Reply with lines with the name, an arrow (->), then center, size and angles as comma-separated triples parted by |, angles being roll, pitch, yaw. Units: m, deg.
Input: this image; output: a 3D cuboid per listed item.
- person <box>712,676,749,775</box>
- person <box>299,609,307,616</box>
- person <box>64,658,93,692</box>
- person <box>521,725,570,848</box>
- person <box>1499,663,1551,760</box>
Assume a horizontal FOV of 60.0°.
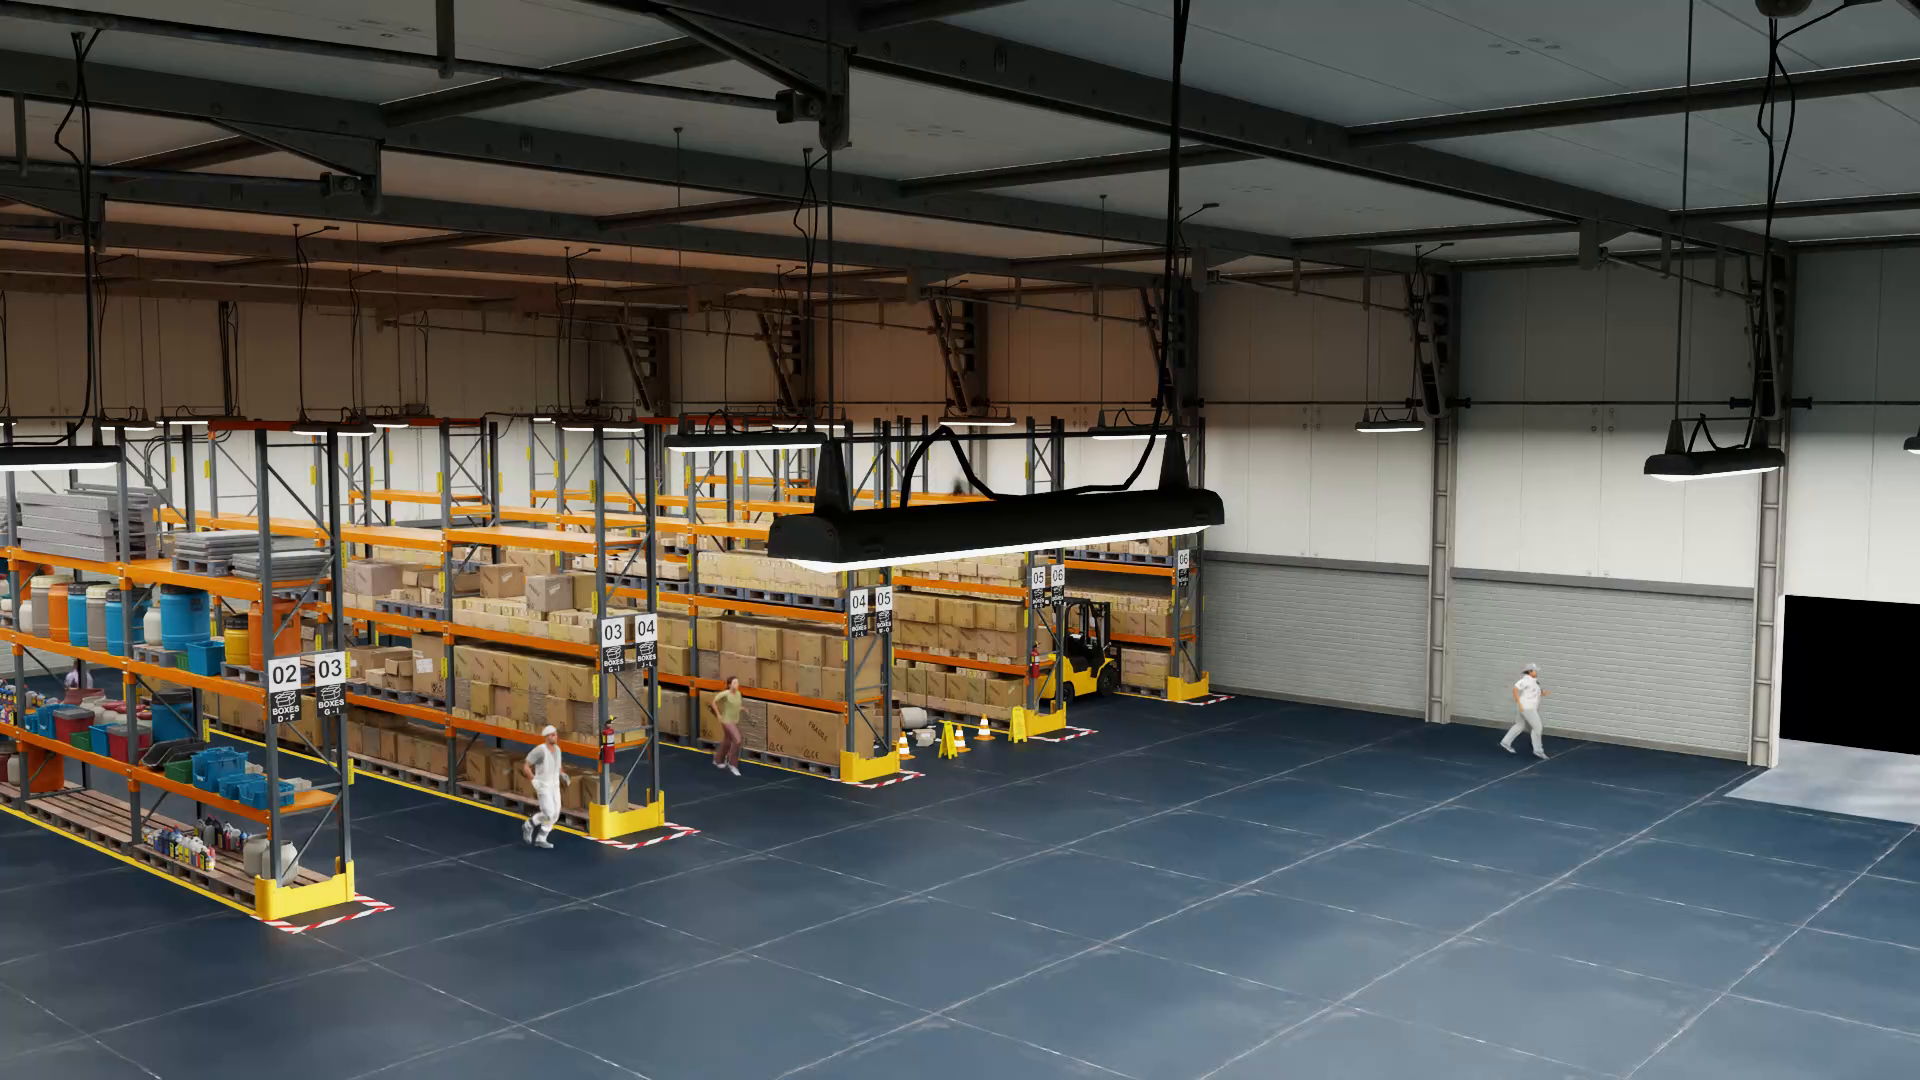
person -> -3.936, 3.152, 28.414 | 0.799, 1.700, 0.493 | 3, 5, 30
person -> -15.115, 2.363, 37.463 | 0.862, 1.687, 0.985 | 1, 5, 12
person -> -16.124, 2.980, 30.489 | 0.923, 1.657, 0.604 | 3, 6, 31
person -> -5.875, 3.500, 23.656 | 0.607, 1.733, 0.673 | 2, 5, 27
person -> 10.075, 3.033, 29.598 | 0.838, 1.711, 0.580 | 2, 5, 20
